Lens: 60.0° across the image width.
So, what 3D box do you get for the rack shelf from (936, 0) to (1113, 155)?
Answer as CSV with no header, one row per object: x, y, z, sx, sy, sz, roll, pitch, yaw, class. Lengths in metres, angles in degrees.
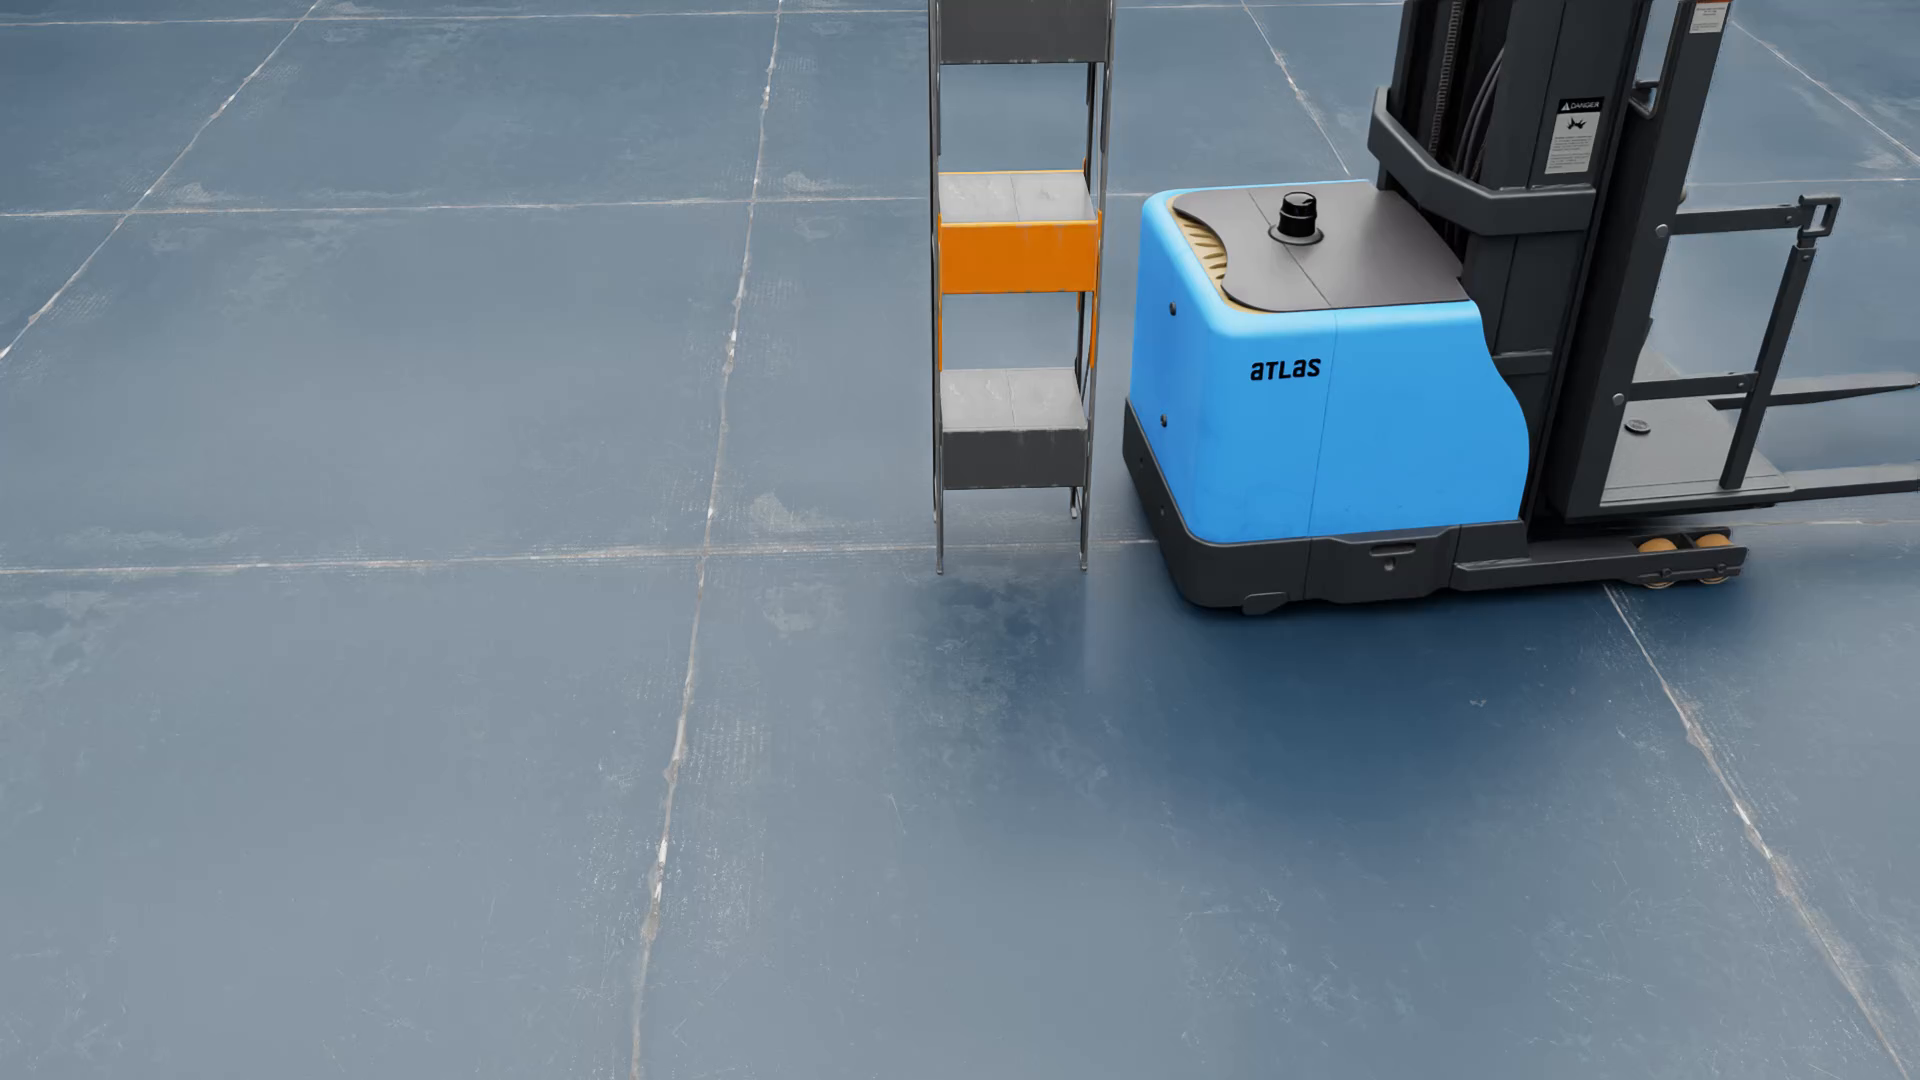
0.165,-1.432,4.768,0.480,0.518,0.431,-2,35,-2,rack shelf

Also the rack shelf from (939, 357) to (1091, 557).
0.165,-0.281,5.565,0.480,0.518,0.431,-2,35,-2,rack shelf

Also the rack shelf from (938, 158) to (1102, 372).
0.165,-0.857,5.167,0.480,0.518,0.431,-2,35,-2,rack shelf

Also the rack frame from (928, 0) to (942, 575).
-0.078,-0.861,5.149,0.015,2.100,0.400,-2,35,-2,rack frame

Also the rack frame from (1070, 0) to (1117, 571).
0.409,-0.874,5.168,0.015,2.100,0.400,-2,35,-2,rack frame

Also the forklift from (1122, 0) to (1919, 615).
2.152,-1.337,5.107,3.031,2.935,1.130,-5,35,-7,forklift

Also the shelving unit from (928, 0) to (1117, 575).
0.165,-0.868,5.159,0.503,2.100,0.431,-2,35,-2,shelving unit
